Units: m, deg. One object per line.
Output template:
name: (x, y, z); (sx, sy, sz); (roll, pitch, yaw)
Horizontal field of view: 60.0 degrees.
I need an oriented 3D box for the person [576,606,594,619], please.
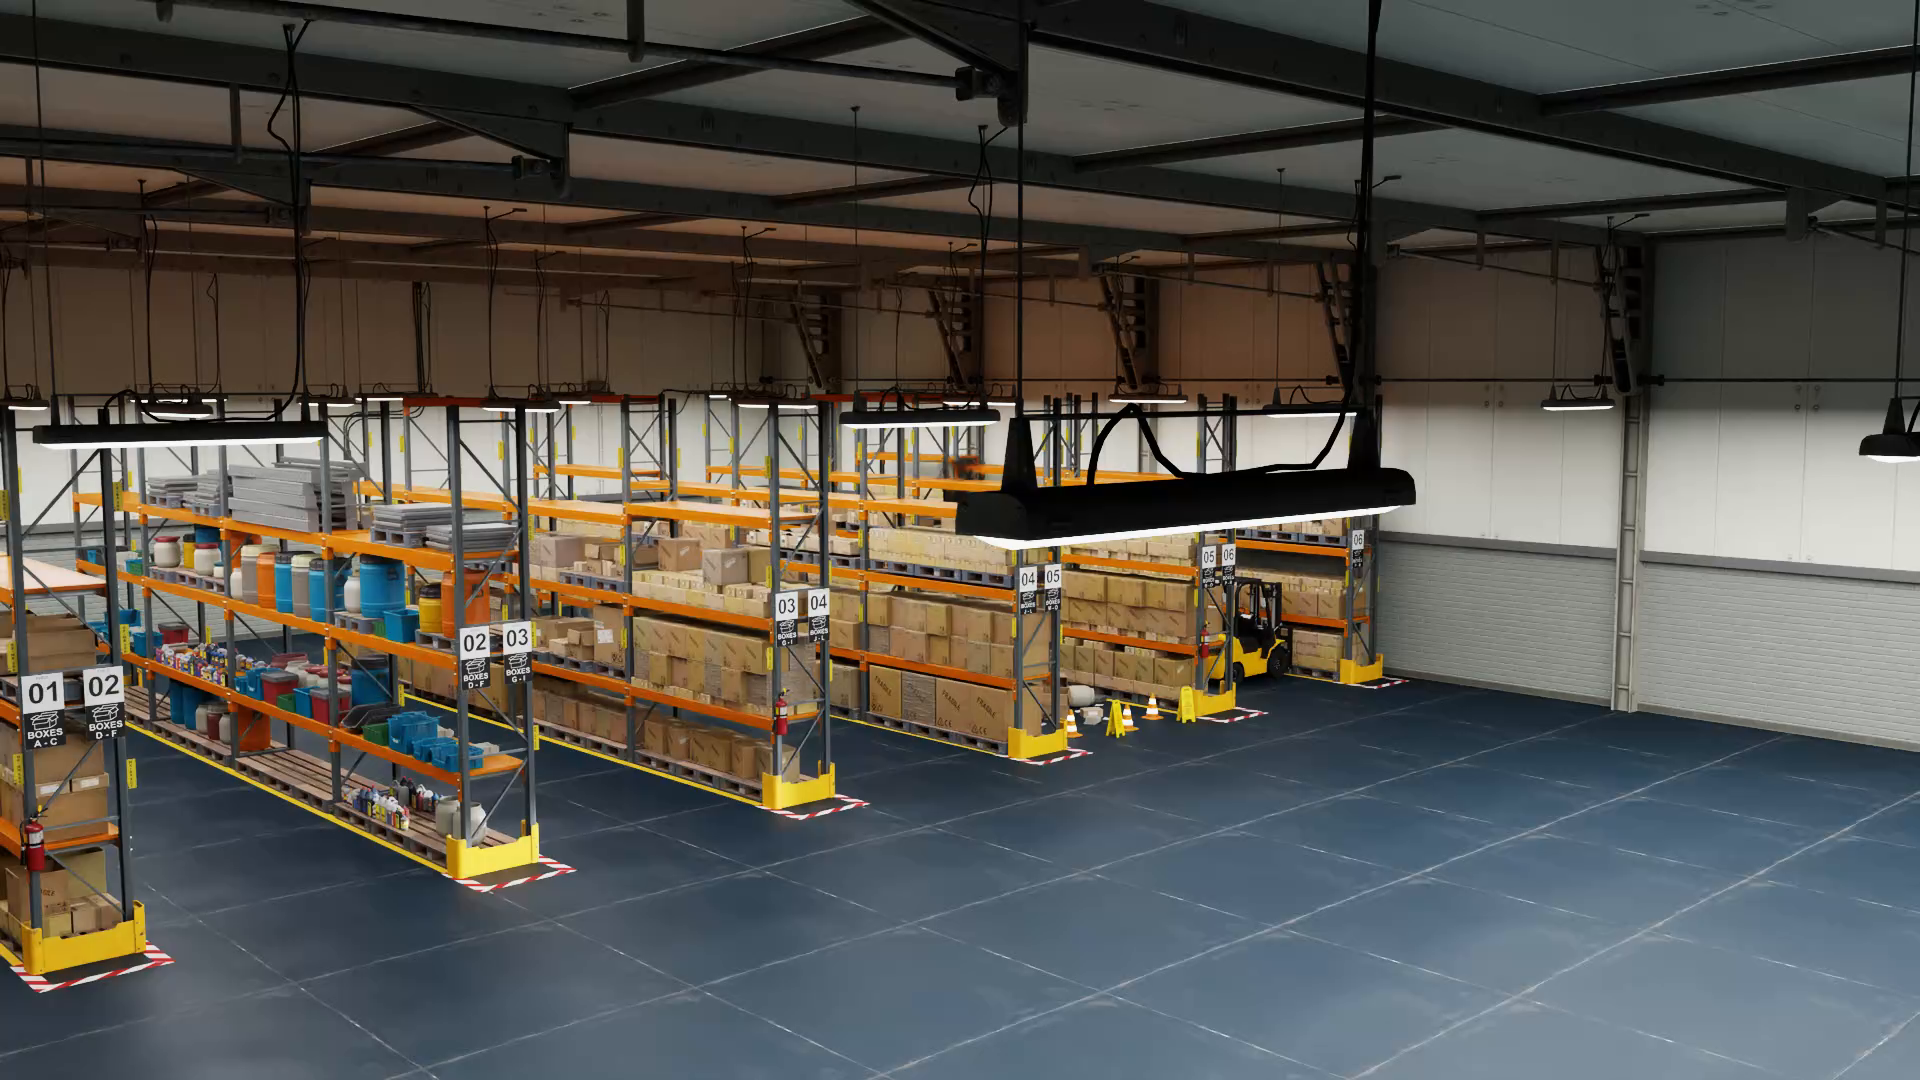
person: (-9.730, 1.335, 42.858); (0.583, 1.803, 0.836); (2, 6, 18)
